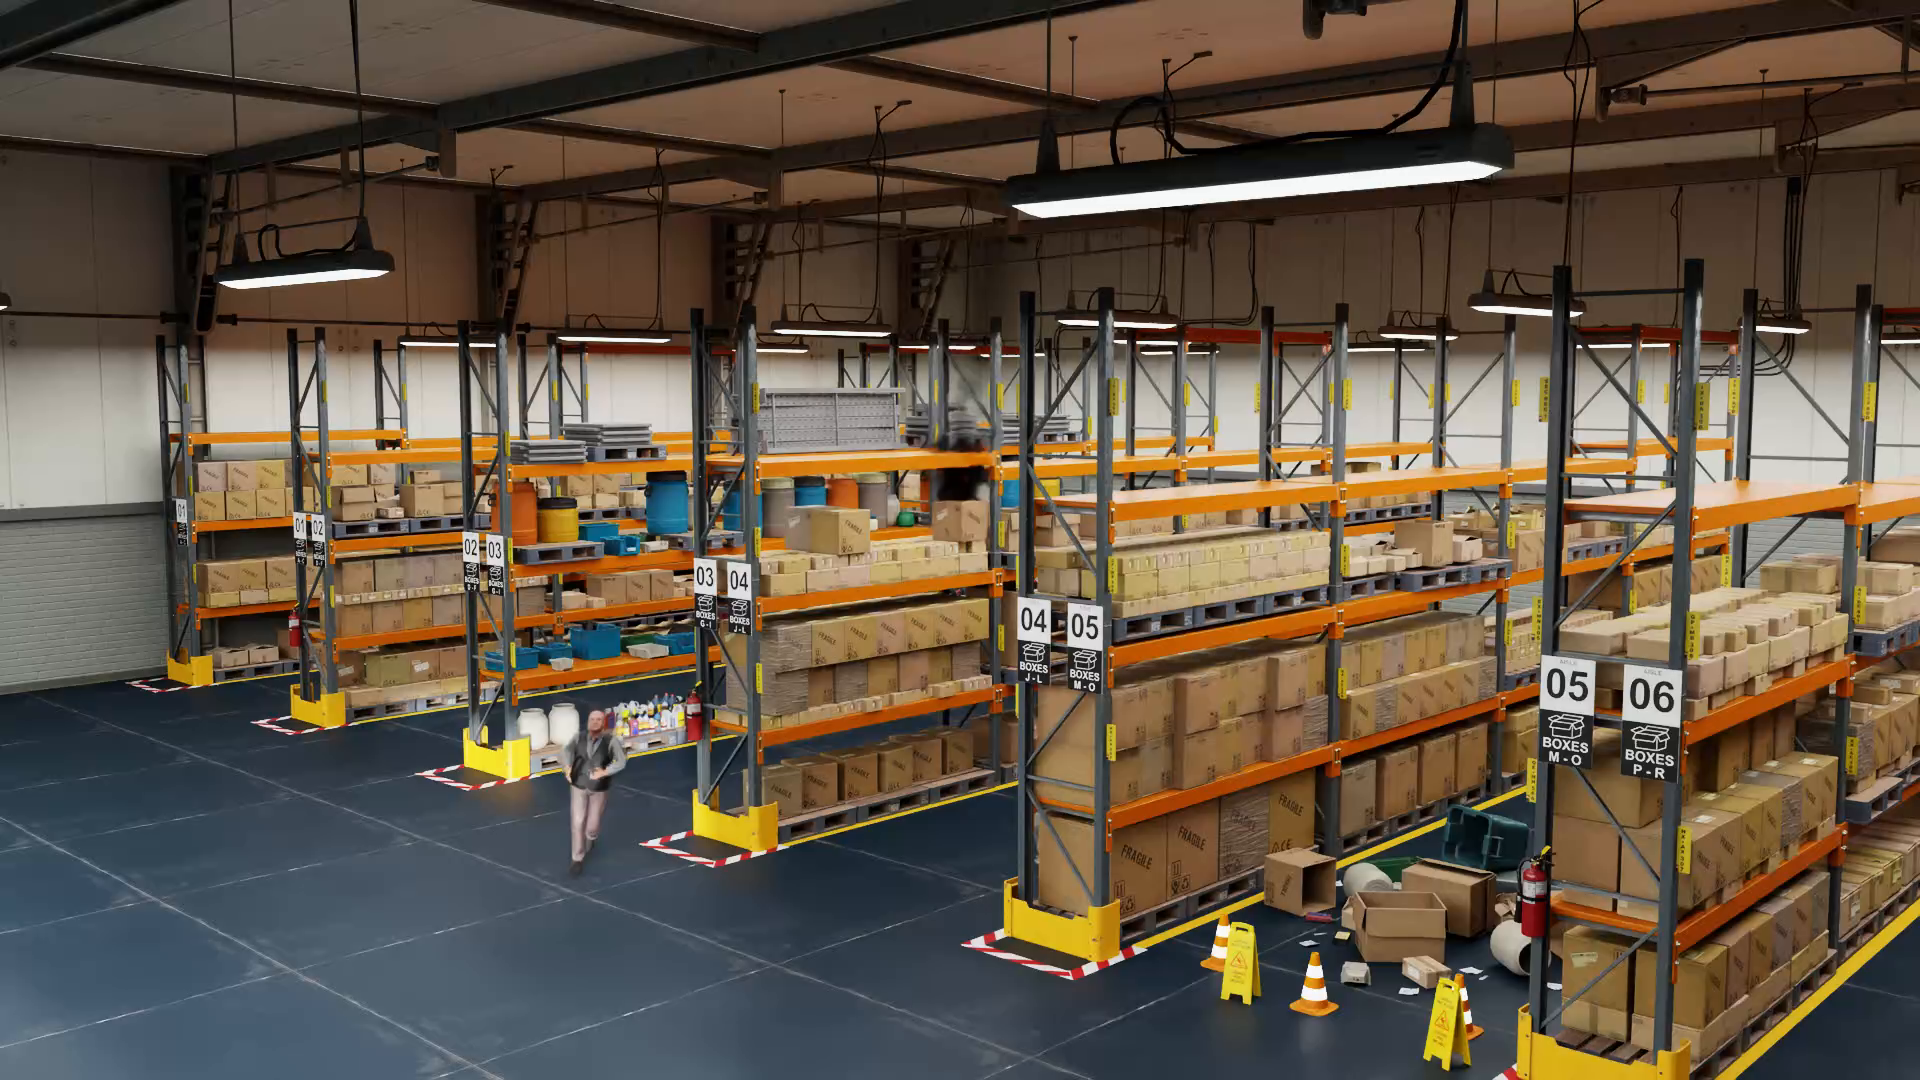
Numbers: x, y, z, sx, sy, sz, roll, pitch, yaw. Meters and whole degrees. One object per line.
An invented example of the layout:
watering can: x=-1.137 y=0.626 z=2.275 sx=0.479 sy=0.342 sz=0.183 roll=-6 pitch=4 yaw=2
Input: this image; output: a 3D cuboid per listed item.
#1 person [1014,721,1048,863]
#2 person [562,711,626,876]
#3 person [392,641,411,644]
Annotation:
person: x=0.821 y=2.705 z=17.657 sx=0.510 sy=1.578 sz=0.644 roll=3 pitch=6 yaw=28
person: x=-3.927 y=2.701 z=17.859 sx=0.697 sy=1.633 sz=0.836 roll=0 pitch=5 yaw=-2
person: x=-9.526 y=1.652 z=28.627 sx=0.587 sy=1.768 sz=0.725 roll=5 pitch=7 yaw=40
